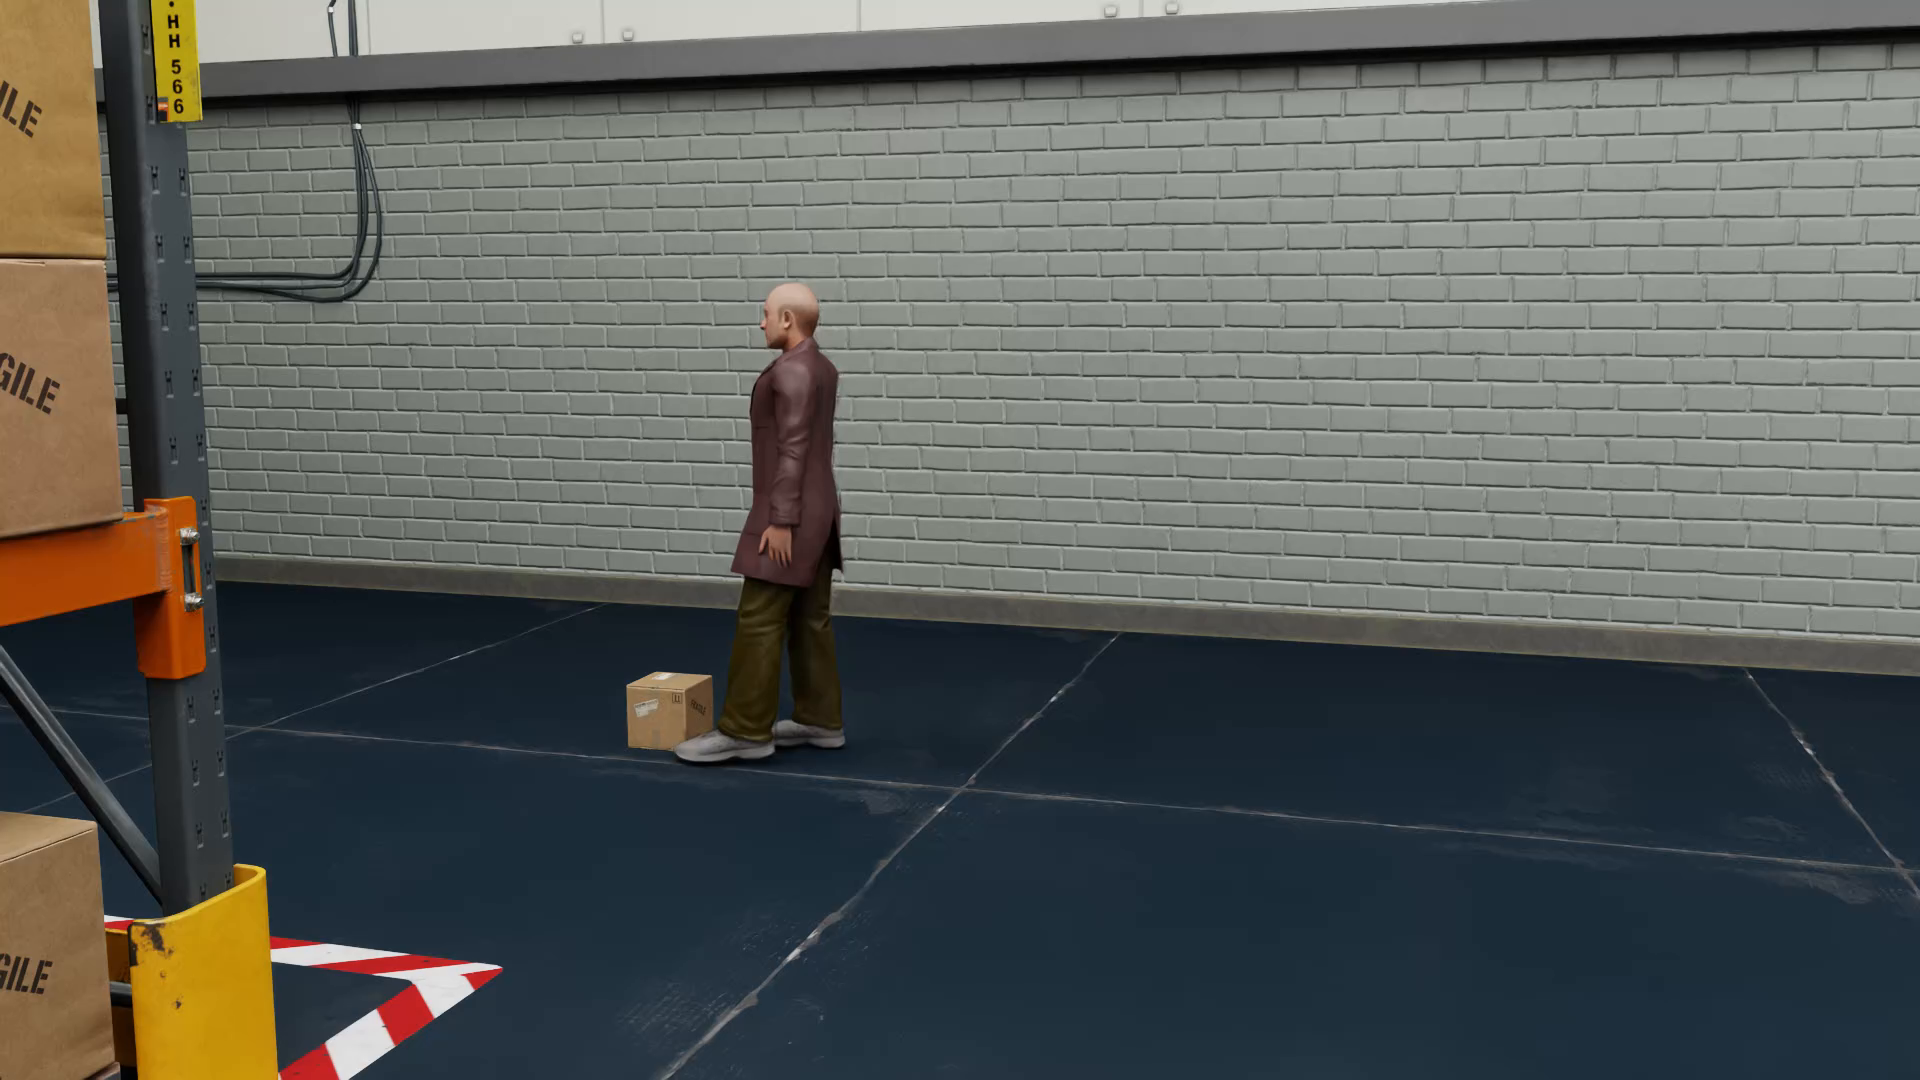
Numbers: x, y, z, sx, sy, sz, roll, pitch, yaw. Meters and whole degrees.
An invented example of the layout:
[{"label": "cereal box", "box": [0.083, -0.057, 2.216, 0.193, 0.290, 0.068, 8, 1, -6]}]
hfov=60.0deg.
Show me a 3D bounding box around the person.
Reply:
[{"label": "person", "box": [-0.747, -0.075, 6.305, 0.597, 1.782, 0.610, 1, 8, 8]}]
